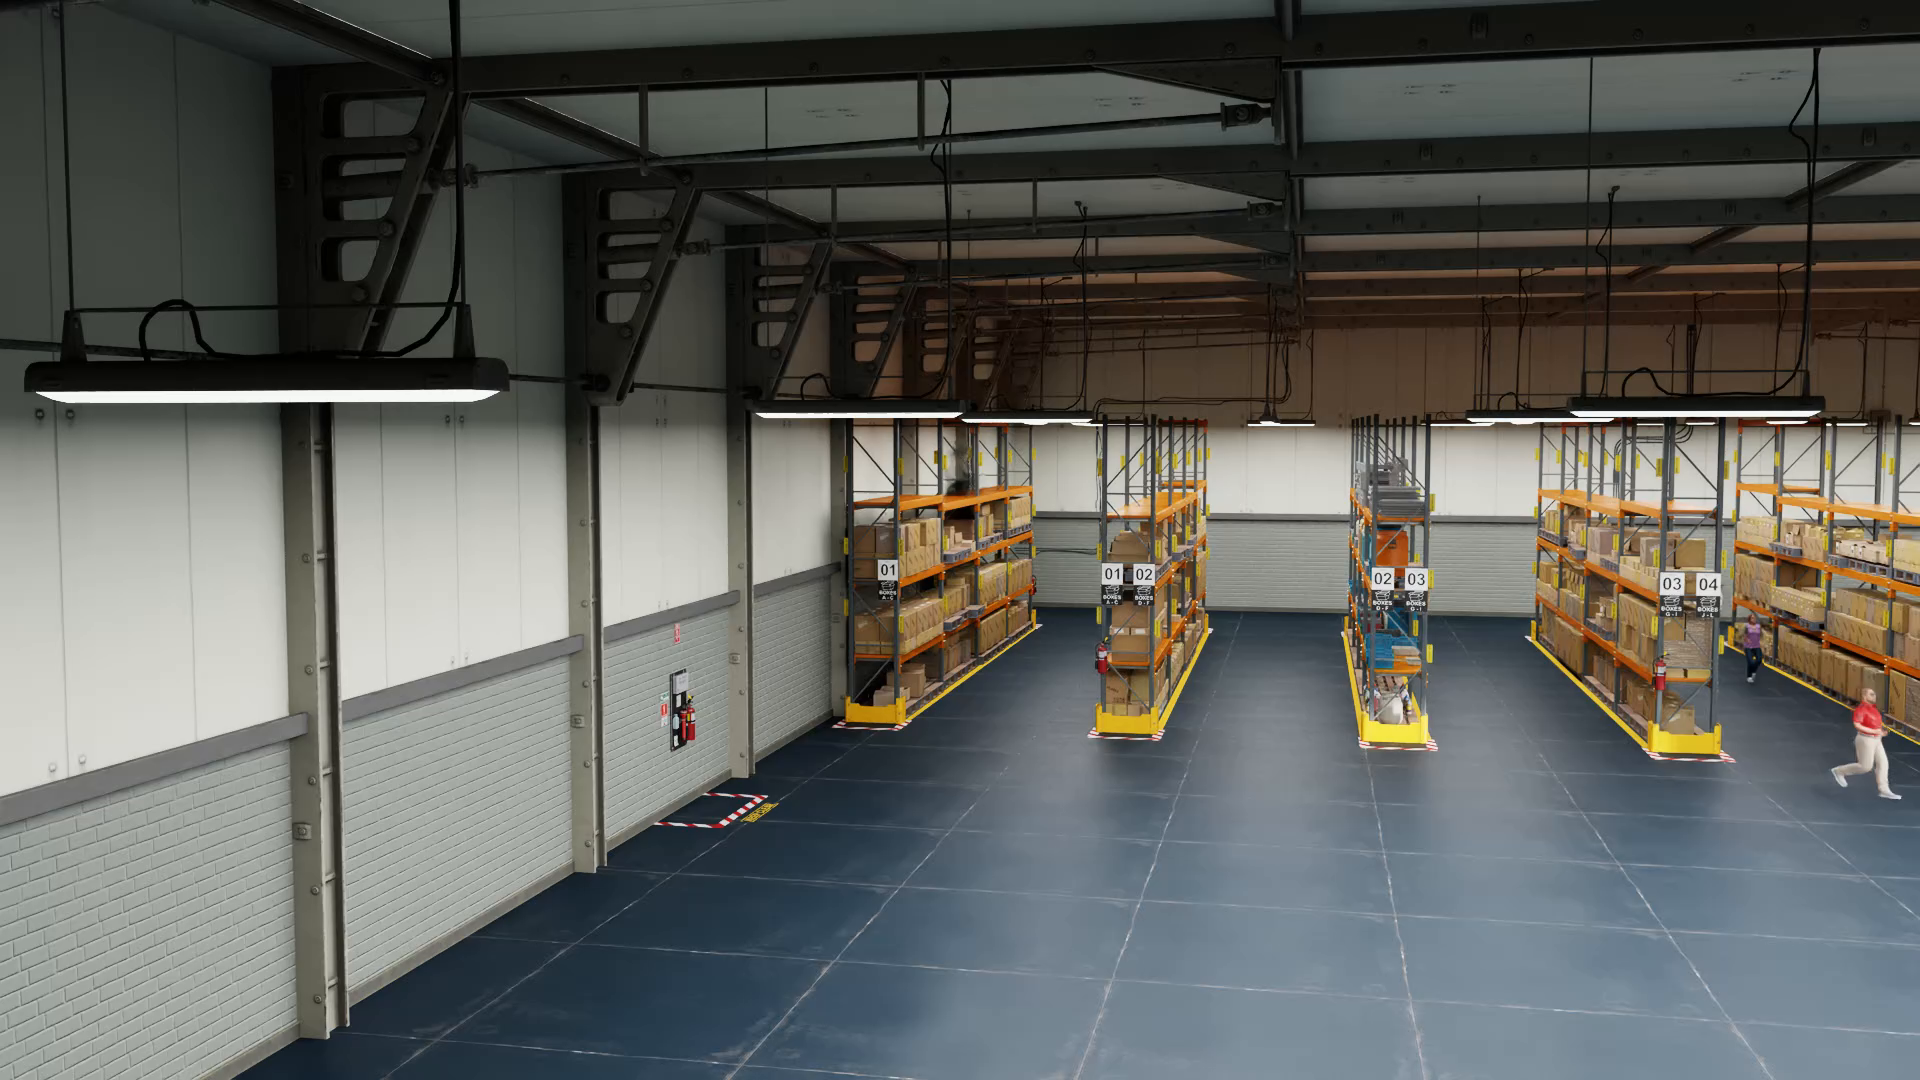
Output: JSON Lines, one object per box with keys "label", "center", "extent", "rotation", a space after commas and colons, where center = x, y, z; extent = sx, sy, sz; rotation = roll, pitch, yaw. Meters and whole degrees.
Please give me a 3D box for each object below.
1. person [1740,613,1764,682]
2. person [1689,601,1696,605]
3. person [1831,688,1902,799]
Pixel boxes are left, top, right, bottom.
{"label": "person", "center": [17.894, 2.440, 37.508], "extent": [0.526, 1.556, 0.528], "rotation": [1, 4, 9]}
{"label": "person", "center": [19.137, 1.996, 43.838], "extent": [0.663, 1.631, 0.516], "rotation": [2, 4, 27]}
{"label": "person", "center": [14.148, 3.145, 25.881], "extent": [0.678, 1.693, 0.992], "rotation": [-3, 5, -39]}
